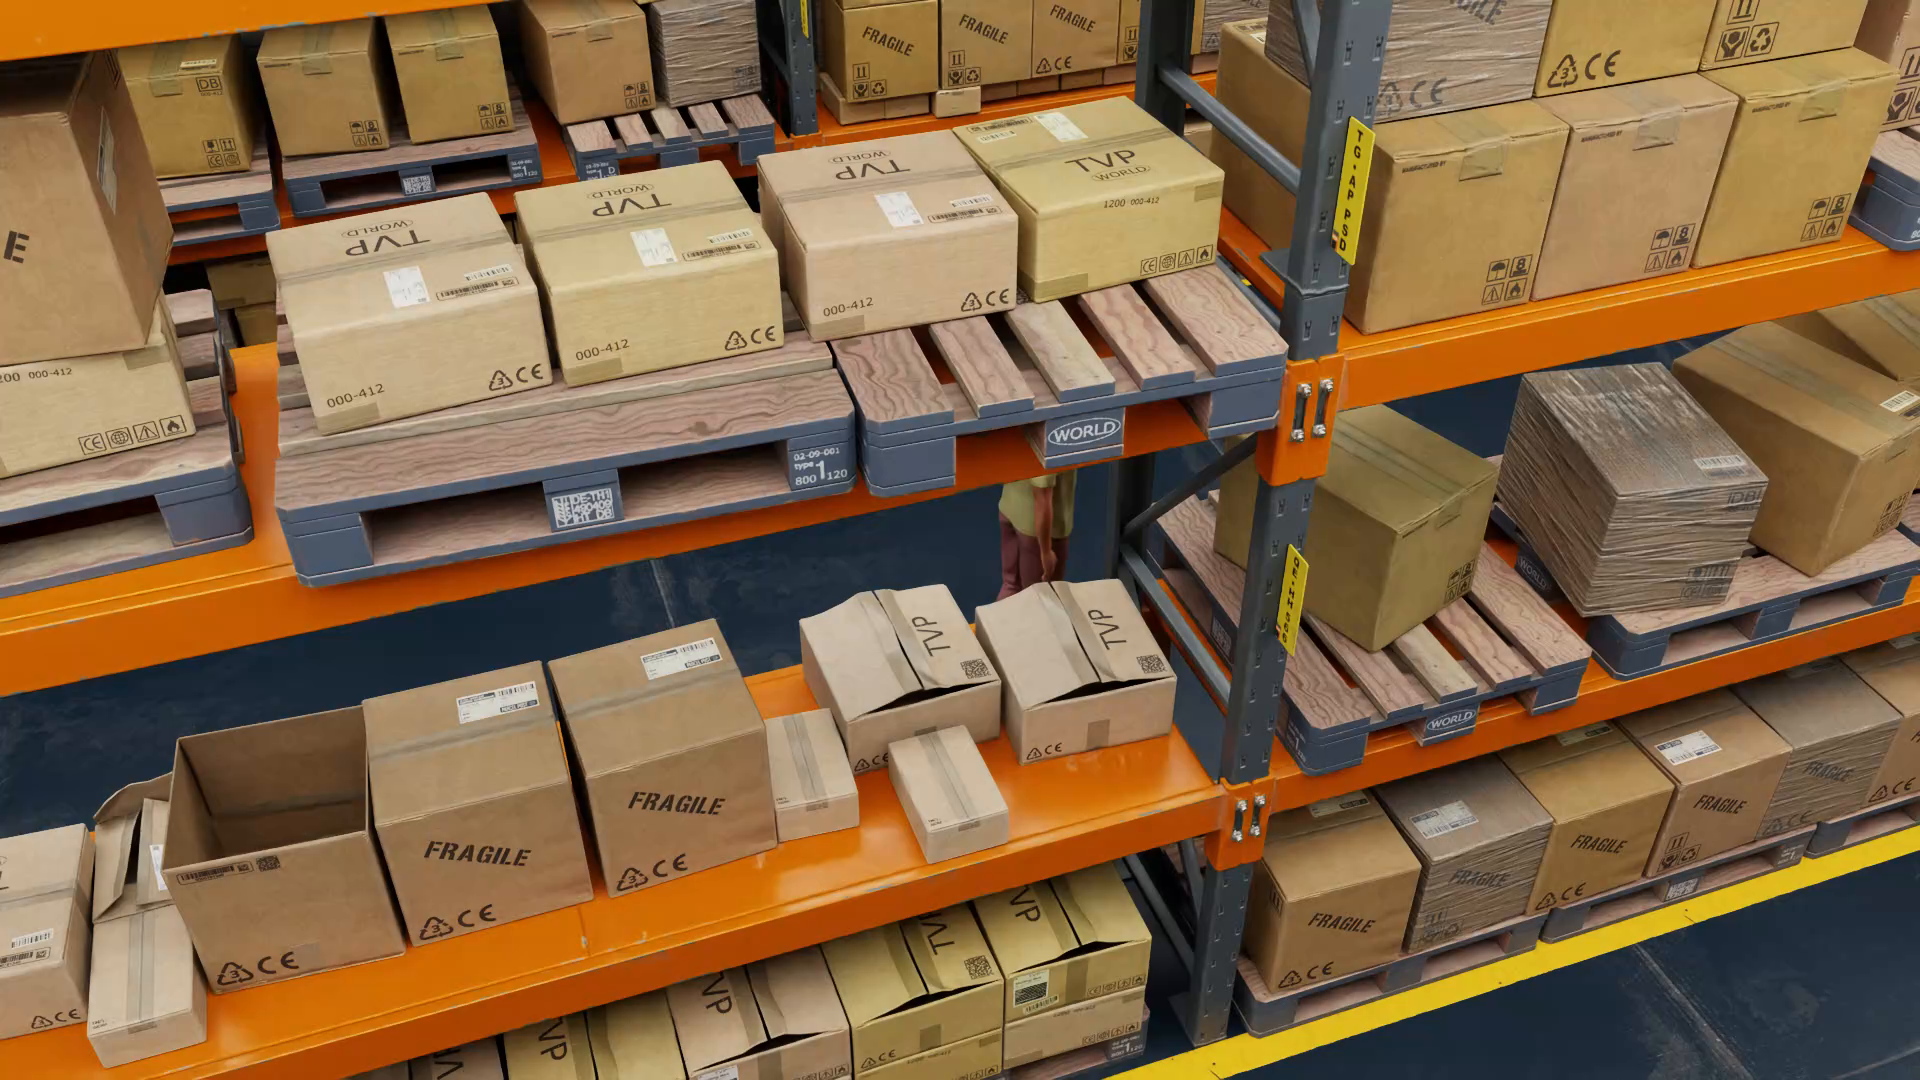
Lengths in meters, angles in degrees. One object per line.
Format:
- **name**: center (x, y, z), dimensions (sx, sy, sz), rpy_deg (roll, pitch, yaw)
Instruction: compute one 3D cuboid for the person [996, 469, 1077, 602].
- **person**: center (0.295, -0.074, 6.862), dimensions (0.394, 1.669, 0.486), rpy_deg (-18, 41, -22)
